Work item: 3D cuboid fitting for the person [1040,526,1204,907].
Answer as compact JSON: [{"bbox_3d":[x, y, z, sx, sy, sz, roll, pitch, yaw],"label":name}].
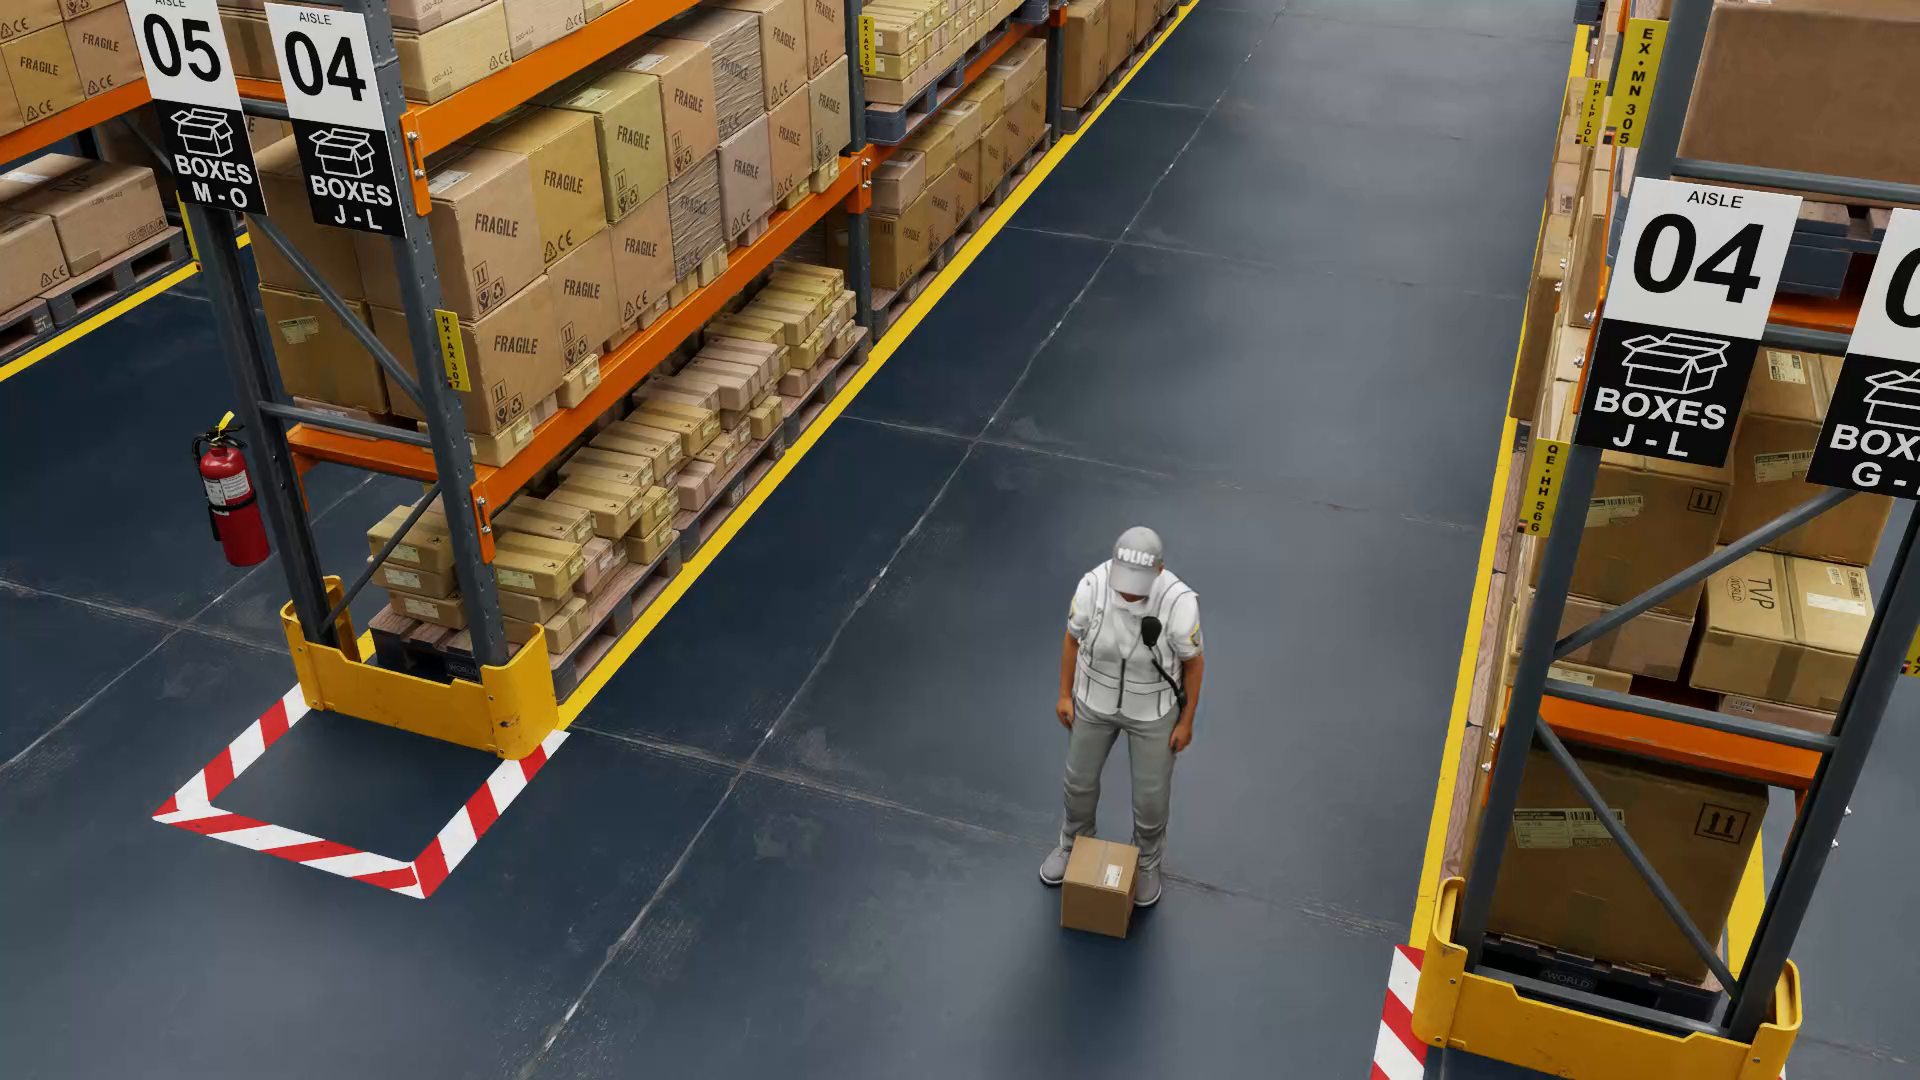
[{"bbox_3d":[0.608,0.631,6.180,0.543,1.666,0.471,11,35,16],"label":"person"}]
